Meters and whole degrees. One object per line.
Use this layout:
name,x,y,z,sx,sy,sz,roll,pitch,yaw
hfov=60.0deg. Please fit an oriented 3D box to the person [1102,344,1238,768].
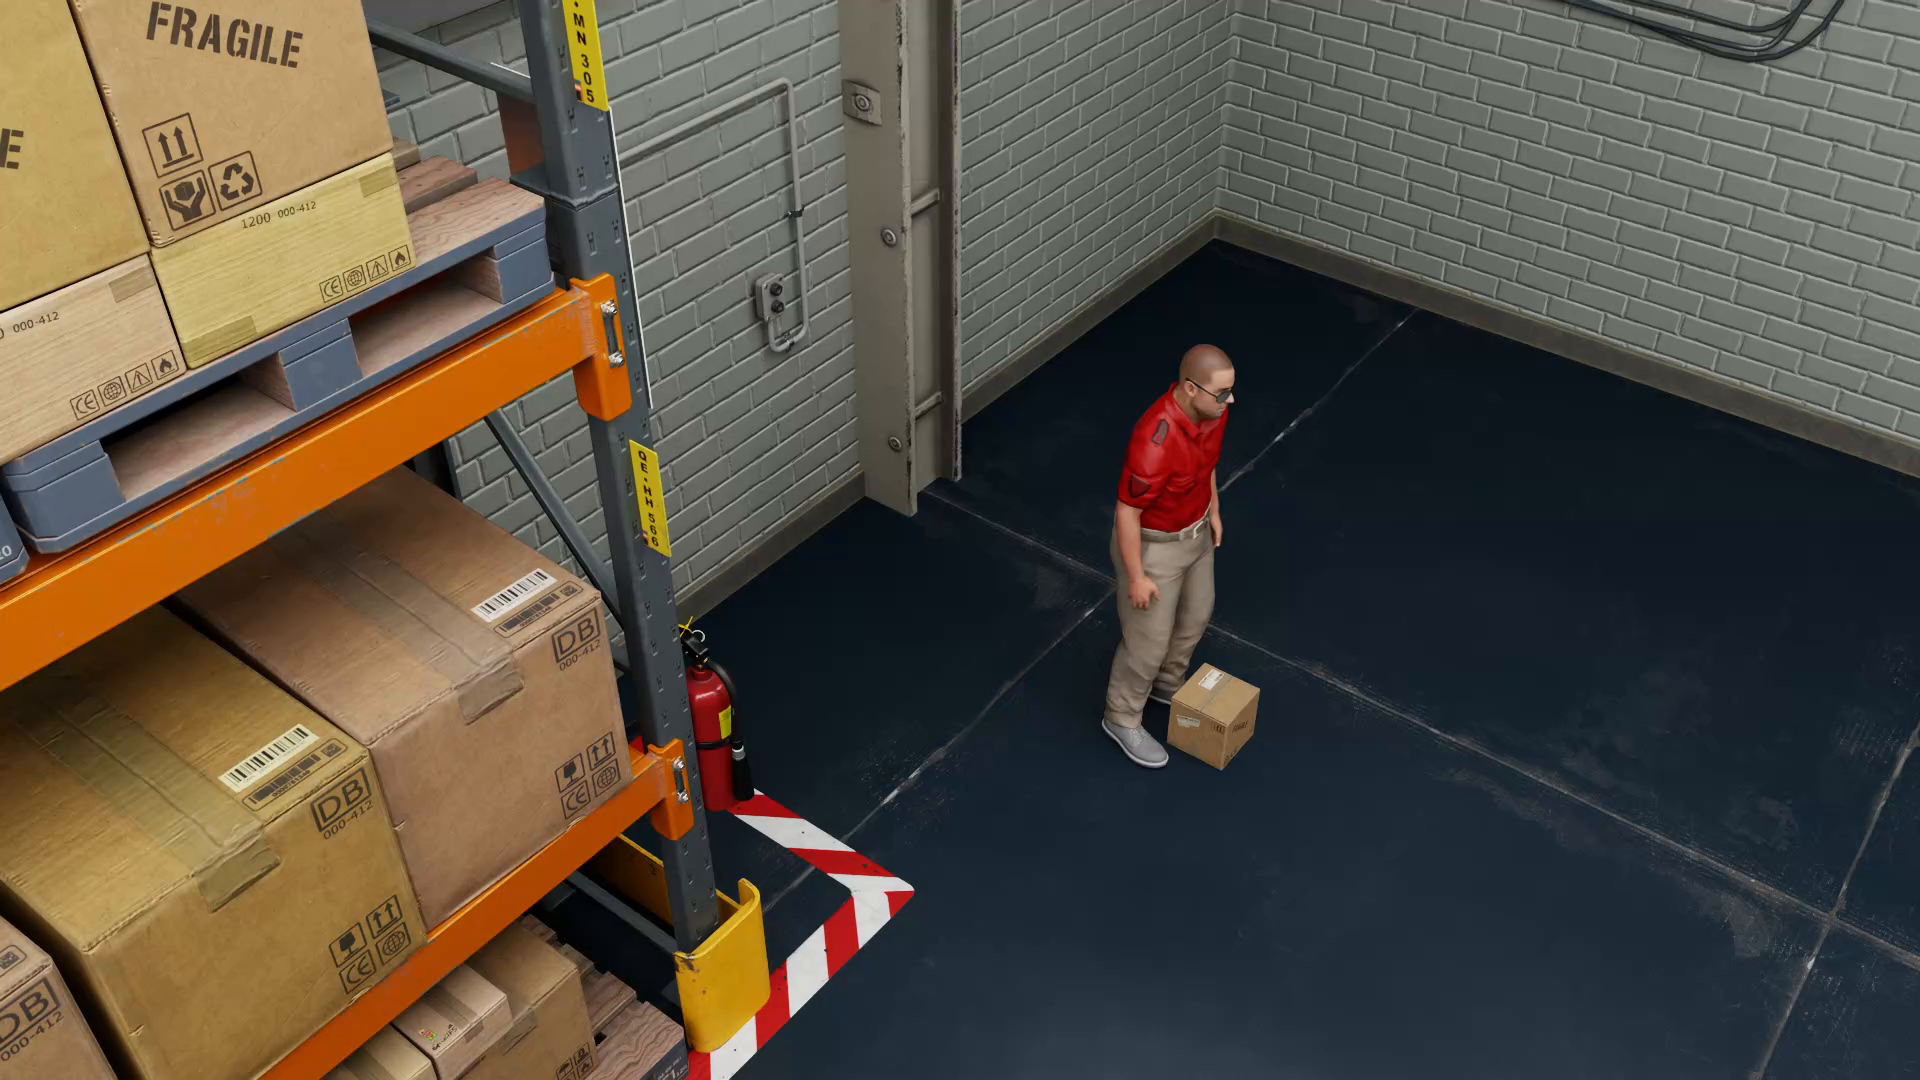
person,0.792,0.026,6.132,0.424,1.727,0.586,26,45,29
